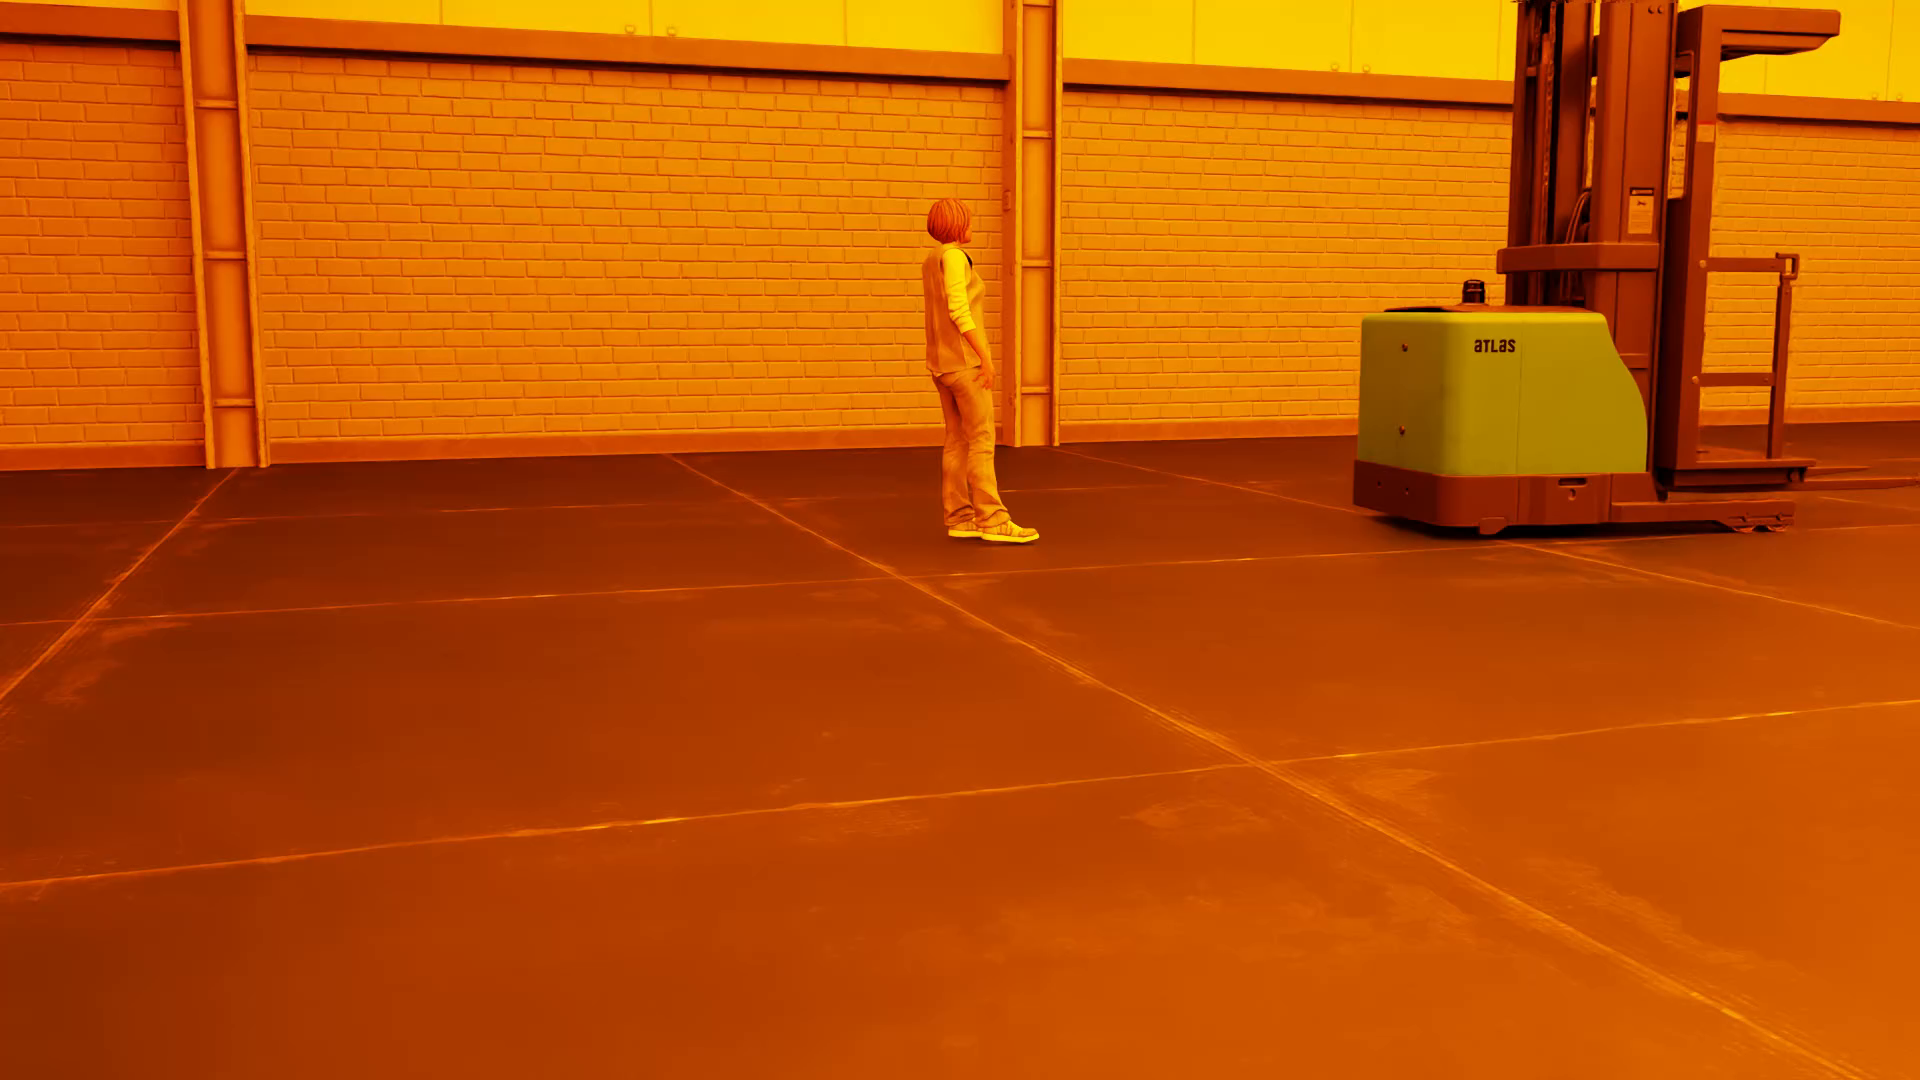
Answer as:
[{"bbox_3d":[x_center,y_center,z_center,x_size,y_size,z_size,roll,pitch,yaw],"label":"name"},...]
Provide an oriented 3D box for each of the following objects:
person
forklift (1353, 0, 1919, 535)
[{"bbox_3d":[0.074,-0.800,7.825,0.475,1.597,0.520,-3,8,-18],"label":"person"},{"bbox_3d":[3.641,-1.552,8.460,3.031,2.935,1.130,-2,8,-12],"label":"forklift"}]
